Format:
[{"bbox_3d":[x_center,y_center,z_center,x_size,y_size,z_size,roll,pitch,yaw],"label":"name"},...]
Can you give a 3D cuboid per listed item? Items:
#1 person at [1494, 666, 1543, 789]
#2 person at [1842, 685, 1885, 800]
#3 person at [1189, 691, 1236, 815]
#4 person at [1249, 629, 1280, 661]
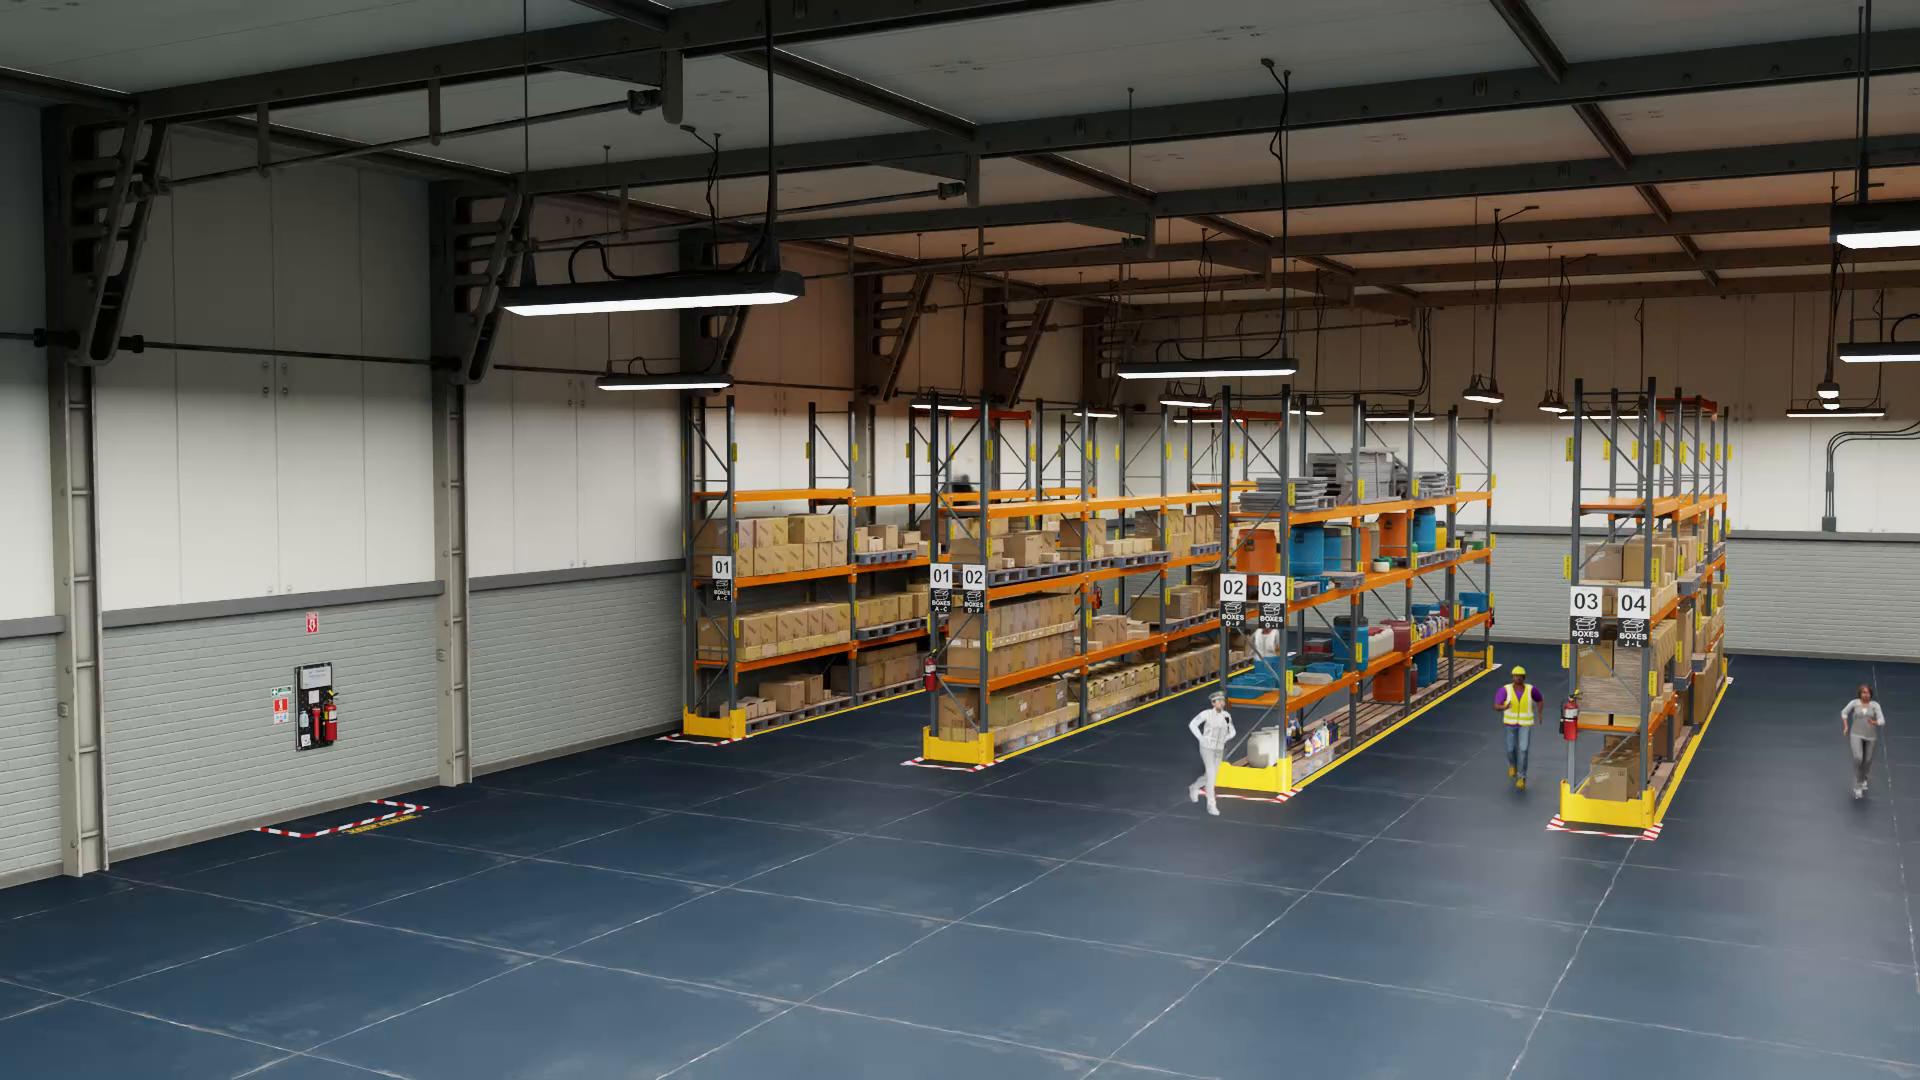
[{"bbox_3d":[8.378,2.775,24.974,0.697,1.760,0.977,1,3,21],"label":"person"},{"bbox_3d":[13.147,2.920,24.215,0.512,1.644,0.737,1,3,19],"label":"person"},{"bbox_3d":[3.565,2.957,23.358,0.652,1.702,0.809,-1,3,-20],"label":"person"},{"bbox_3d":[5.994,2.373,32.572,0.698,1.772,0.892,1,3,15],"label":"person"}]
